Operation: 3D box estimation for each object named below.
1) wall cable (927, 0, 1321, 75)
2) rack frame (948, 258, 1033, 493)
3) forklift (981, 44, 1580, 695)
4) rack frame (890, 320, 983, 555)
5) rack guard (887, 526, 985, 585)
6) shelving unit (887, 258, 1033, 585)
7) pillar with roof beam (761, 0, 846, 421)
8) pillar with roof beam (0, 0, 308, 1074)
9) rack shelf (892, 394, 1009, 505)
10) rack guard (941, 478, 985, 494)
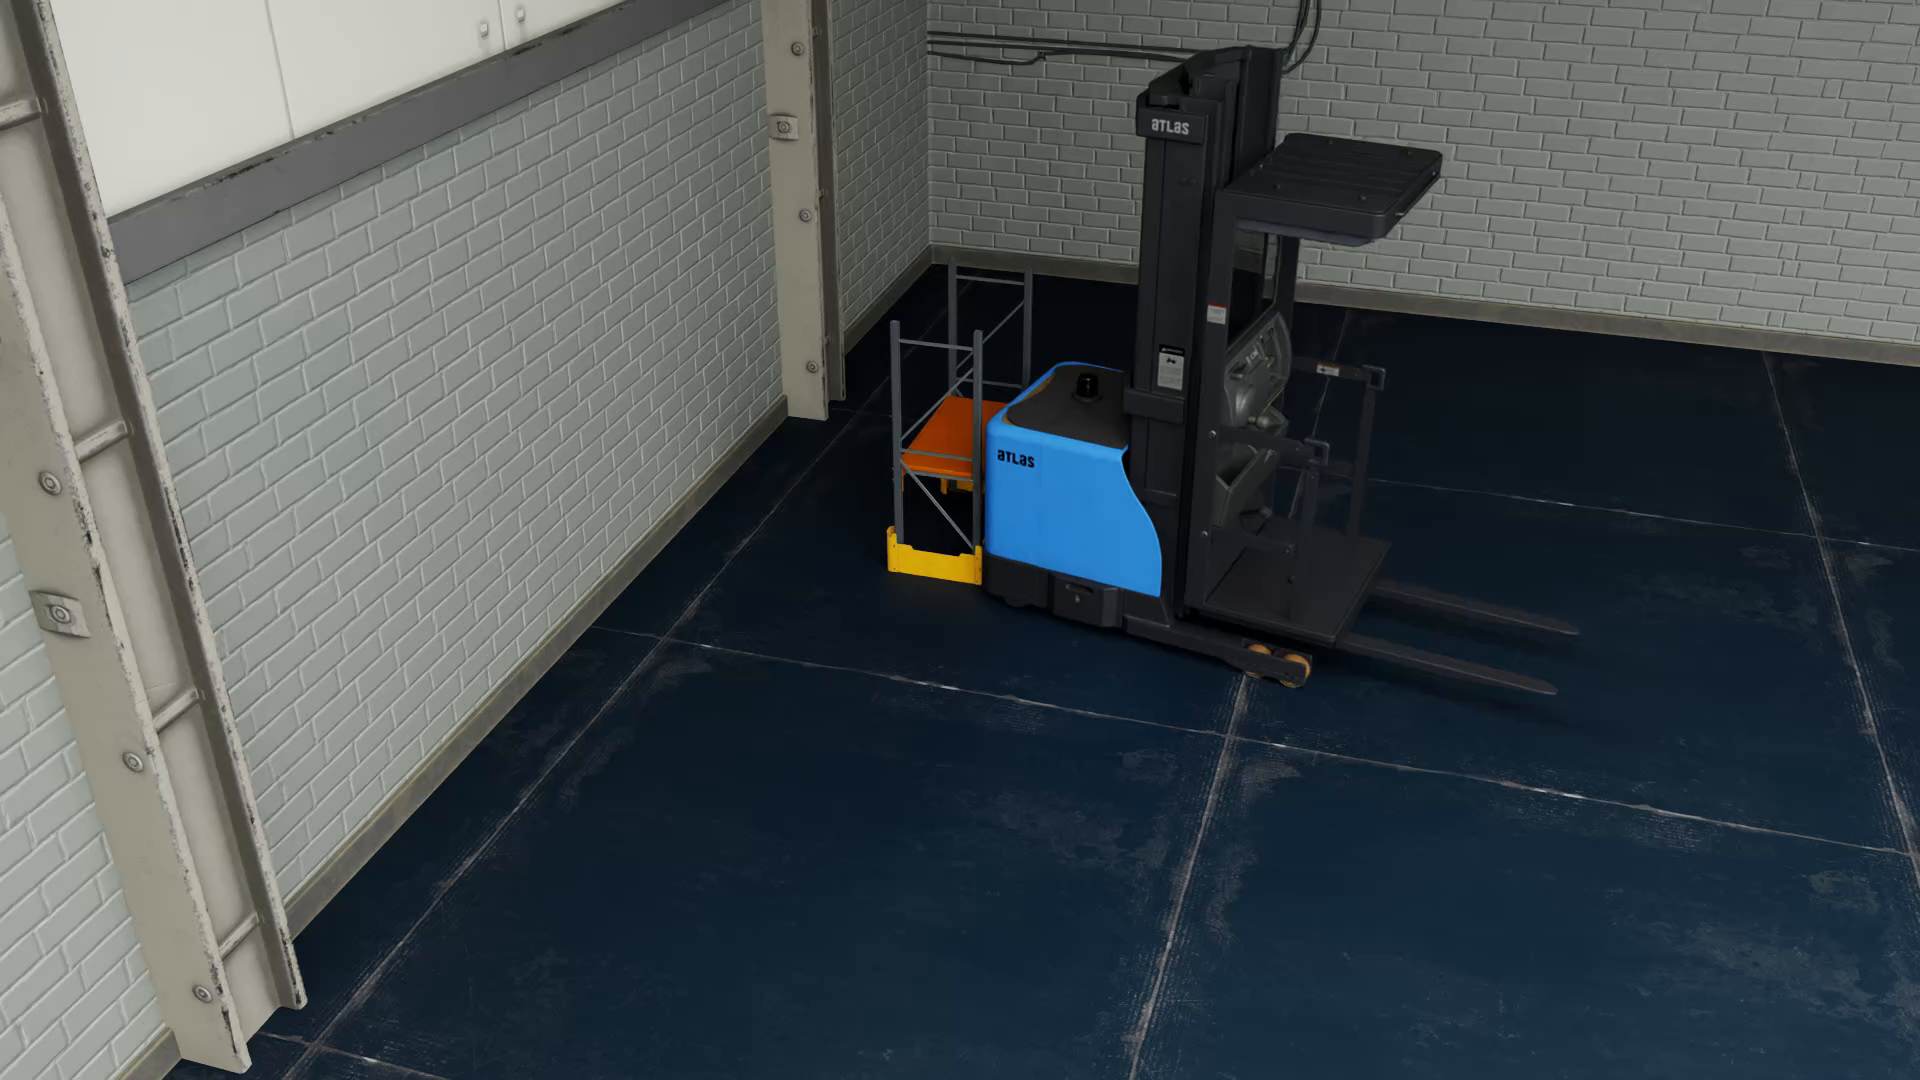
[{"bbox_3d":[1.136,-4.673,12.088,3.097,2.526,0.112,8,30,15],"label":"wall cable"},{"bbox_3d":[0.174,-0.931,9.881,0.500,1.500,0.032,8,30,15],"label":"rack frame"},{"bbox_3d":[1.666,-0.831,8.228,3.031,2.935,1.130,14,32,24],"label":"forklift"},{"bbox_3d":[-0.124,-0.459,9.032,0.500,1.500,0.032,8,30,15],"label":"rack frame"},{"bbox_3d":[-0.124,0.087,9.337,0.587,0.250,0.087,8,30,15],"label":"rack guard"},{"bbox_3d":[0.022,-0.691,9.449,0.587,1.500,1.083,8,30,15],"label":"shelving unit"},{"bbox_3d":[3.122,-4.235,8.107,9.100,9.000,0.400,8,30,15],"label":"pillar with roof beam"},{"bbox_3d":[1.361,-1.447,3.094,9.100,9.000,0.400,8,30,15],"label":"pillar with roof beam"},{"bbox_3d":[0.025,-0.538,9.544,0.538,0.185,1.000,8,30,15],"label":"rack shelf"},{"bbox_3d":[0.169,-0.376,10.169,0.587,0.250,0.087,8,30,15],"label":"rack guard"}]
